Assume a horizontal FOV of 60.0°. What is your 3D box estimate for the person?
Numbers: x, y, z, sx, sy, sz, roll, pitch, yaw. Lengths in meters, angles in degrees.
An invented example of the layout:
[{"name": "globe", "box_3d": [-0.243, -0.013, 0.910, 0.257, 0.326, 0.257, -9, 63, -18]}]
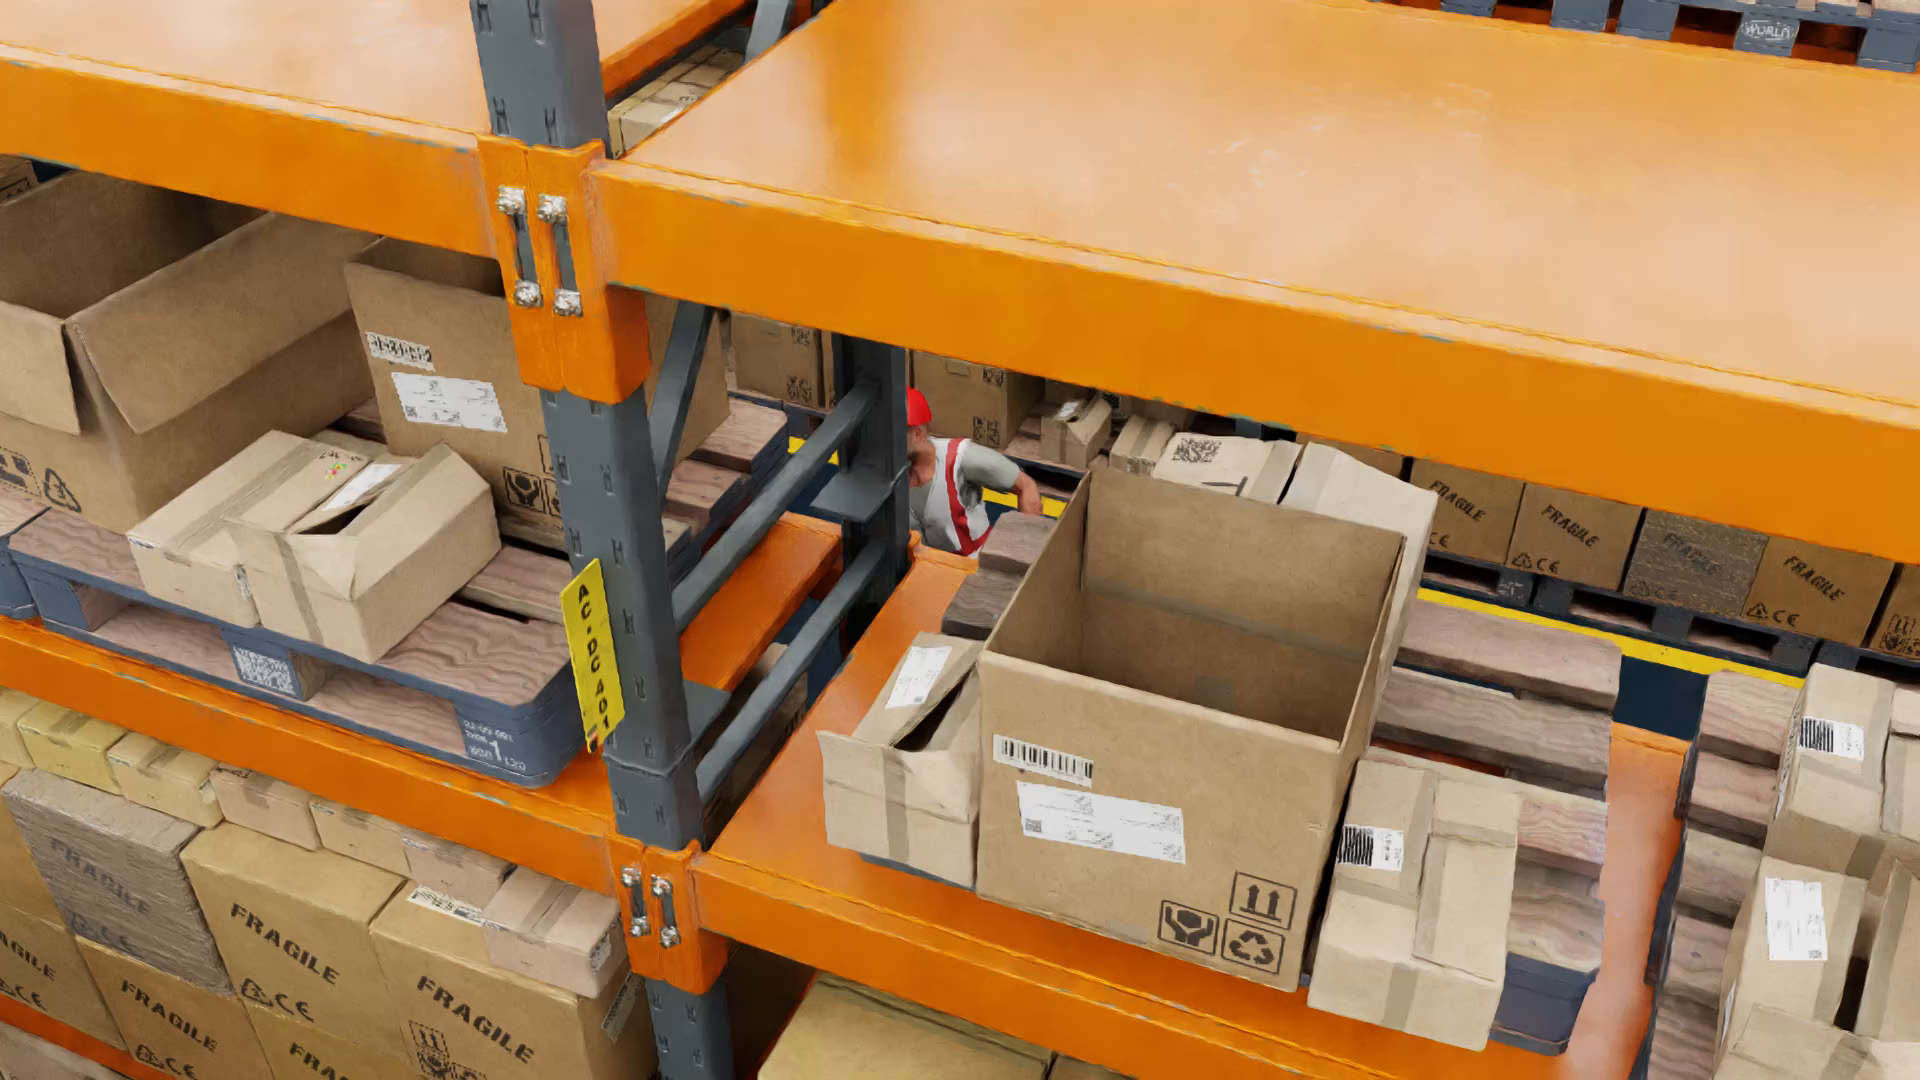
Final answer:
[{"name": "person", "box_3d": [0.029, 0.201, 6.642, 0.922, 1.662, 0.565, 11, 39, 14]}]
